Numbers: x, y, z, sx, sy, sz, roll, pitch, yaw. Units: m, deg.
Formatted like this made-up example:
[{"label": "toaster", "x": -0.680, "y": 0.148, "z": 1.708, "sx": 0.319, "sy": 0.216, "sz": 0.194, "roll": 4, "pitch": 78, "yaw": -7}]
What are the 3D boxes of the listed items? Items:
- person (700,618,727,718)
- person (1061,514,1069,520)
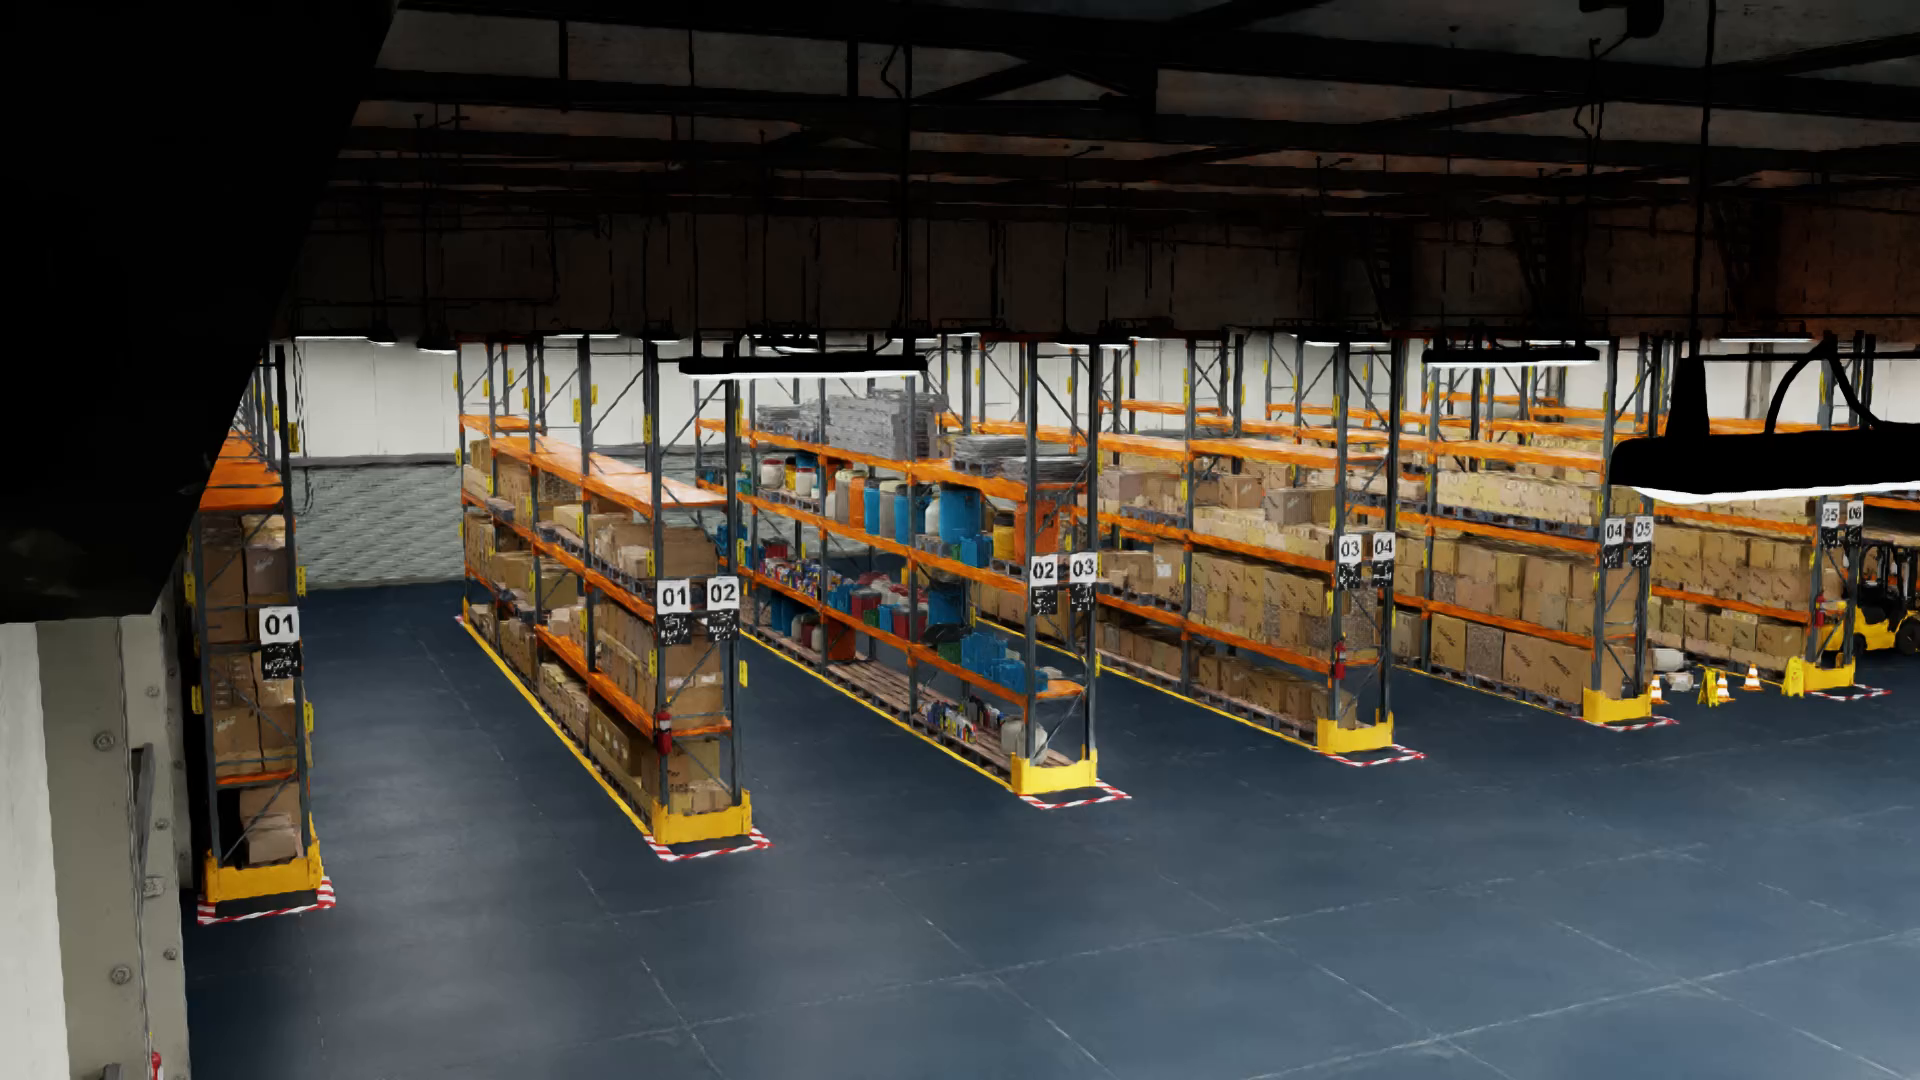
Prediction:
[{"label": "person", "x": -3.900, "y": 2.038, "z": 25.546, "sx": 0.538, "sy": 1.715, "sz": 1.026, "roll": -5, "pitch": 9, "yaw": -32}, {"label": "person", "x": 2.464, "y": 0.169, "z": 39.815, "sx": 0.592, "sy": 1.629, "sz": 0.532, "roll": -4, "pitch": 9, "yaw": -26}]
